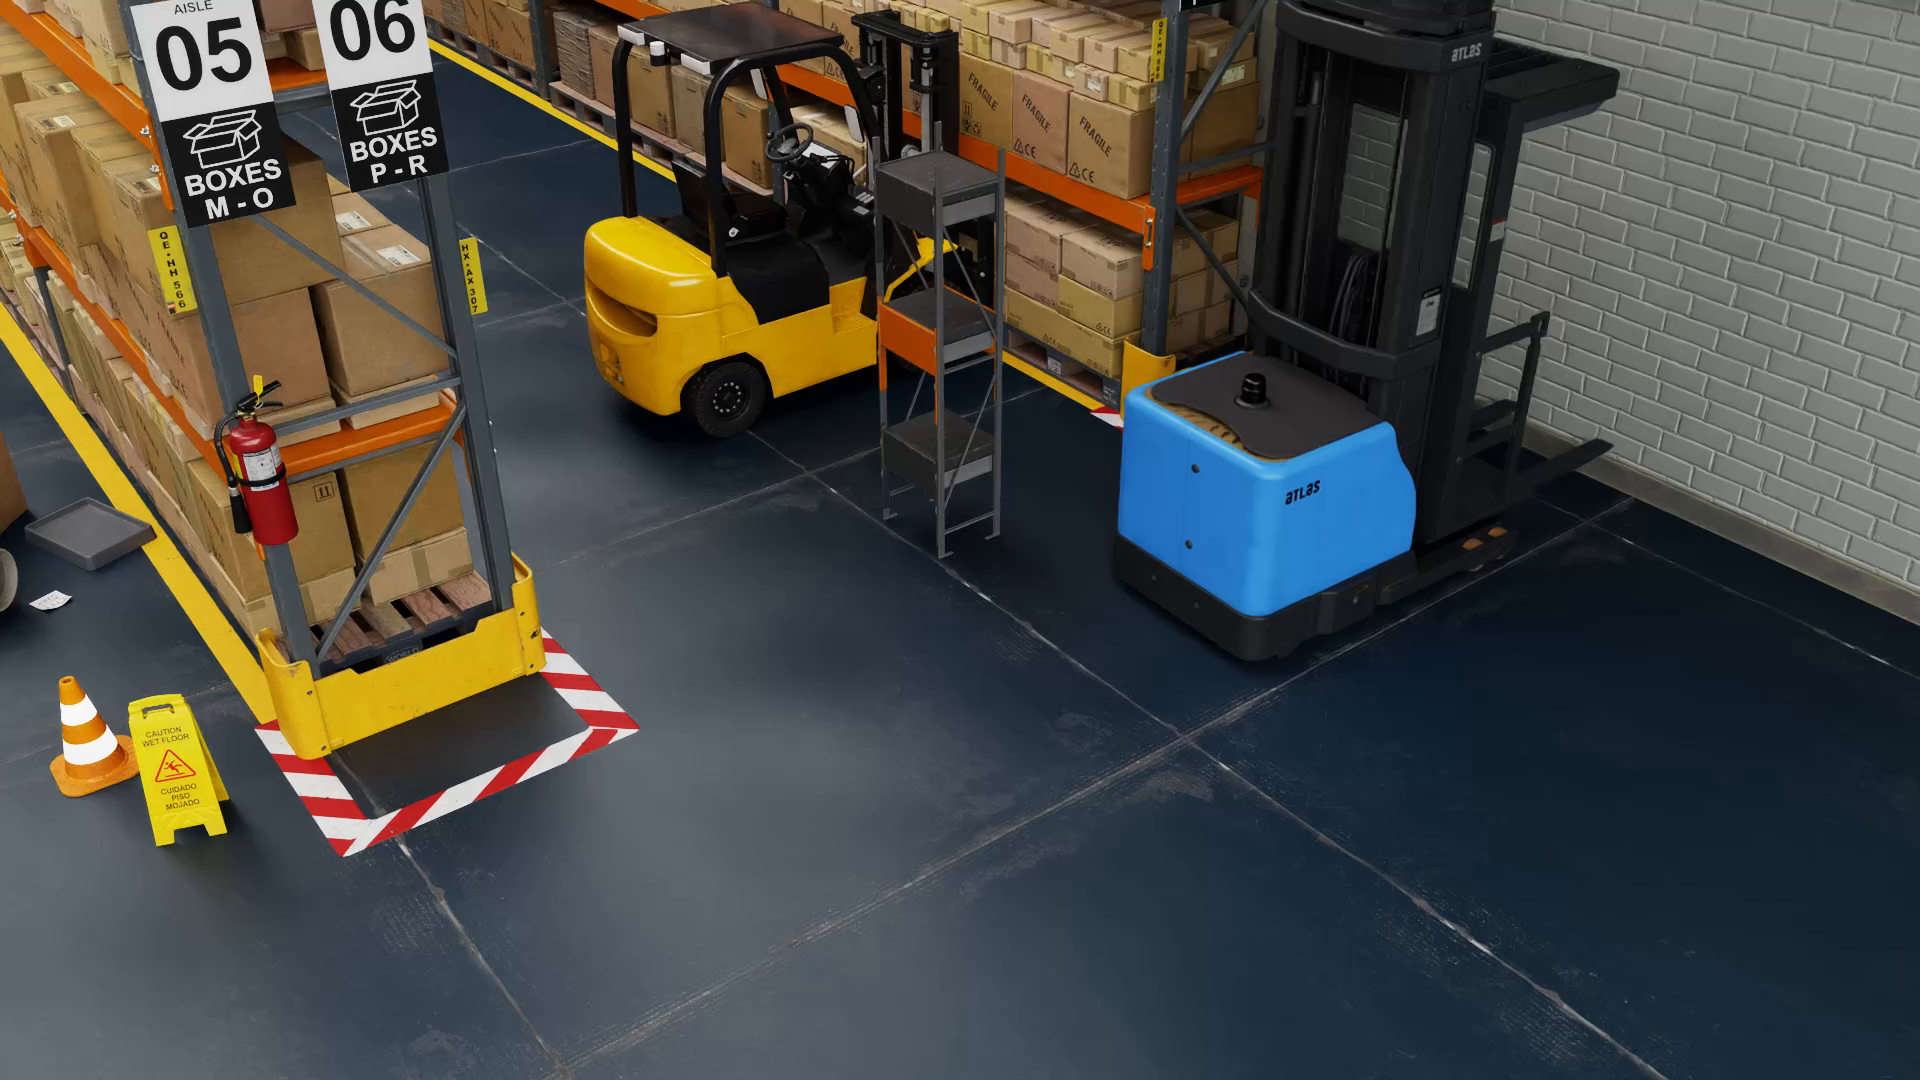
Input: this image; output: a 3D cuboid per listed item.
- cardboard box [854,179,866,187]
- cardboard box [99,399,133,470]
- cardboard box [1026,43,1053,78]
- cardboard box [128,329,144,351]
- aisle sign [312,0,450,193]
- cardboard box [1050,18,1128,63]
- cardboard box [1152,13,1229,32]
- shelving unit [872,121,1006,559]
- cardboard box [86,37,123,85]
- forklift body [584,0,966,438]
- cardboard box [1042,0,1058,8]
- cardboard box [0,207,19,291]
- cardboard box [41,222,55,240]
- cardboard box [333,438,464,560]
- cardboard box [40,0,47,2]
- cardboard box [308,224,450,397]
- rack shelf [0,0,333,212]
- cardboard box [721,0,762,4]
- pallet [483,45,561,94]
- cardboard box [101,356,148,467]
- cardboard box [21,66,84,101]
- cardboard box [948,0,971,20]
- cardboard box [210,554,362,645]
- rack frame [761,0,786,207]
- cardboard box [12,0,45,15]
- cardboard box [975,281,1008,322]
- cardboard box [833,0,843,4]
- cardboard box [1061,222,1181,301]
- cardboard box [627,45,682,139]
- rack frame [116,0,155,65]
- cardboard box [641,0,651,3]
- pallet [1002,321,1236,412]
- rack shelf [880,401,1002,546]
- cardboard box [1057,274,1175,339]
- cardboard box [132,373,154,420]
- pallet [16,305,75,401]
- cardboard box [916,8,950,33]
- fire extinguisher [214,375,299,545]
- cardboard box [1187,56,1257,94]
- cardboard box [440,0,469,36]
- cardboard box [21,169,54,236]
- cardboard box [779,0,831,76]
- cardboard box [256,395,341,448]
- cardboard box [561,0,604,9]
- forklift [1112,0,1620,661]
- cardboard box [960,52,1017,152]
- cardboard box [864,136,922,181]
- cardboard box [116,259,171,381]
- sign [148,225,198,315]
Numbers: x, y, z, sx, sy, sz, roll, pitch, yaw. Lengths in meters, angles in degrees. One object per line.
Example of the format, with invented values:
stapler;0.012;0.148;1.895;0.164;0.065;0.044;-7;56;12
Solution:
cardboard box;-0.609;-2.521;11.701;0.500;0.250;0.500;-22;38;-32
cardboard box;-4.406;-0.660;9.178;0.500;0.250;0.500;-20;37;-29
cardboard box;0.613;-2.846;9.780;0.380;0.149;0.250;-23;38;-32
cardboard box;-3.676;-1.025;7.796;0.380;0.149;0.250;-23;38;-32
aisle sign;-2.155;-1.714;6.202;0.394;0.787;0.004;-22;38;-31
cardboard box;0.737;-2.861;9.522;0.380;0.149;0.250;-21;38;-30
cardboard box;1.330;-2.927;9.628;0.380;0.149;0.250;-21;37;-30
shelving unit;-0.101;-0.961;8.307;0.431;2.100;0.503;-22;38;-31
cardboard box;-3.056;-1.854;6.287;0.380;0.149;0.250;-22;38;-31
forklift body;-1.123;-1.982;9.902;2.313;2.155;1.214;-22;38;-31
cardboard box;0.732;-3.372;10.345;0.380;0.149;0.250;-23;39;-32
cardboard box;-6.086;-2.070;11.332;0.950;0.372;0.625;-21;37;-30
cardboard box;-4.755;-1.772;8.998;0.380;0.149;0.250;-21;38;-30
cardboard box;-2.729;-0.299;7.886;0.500;0.500;0.500;-24;39;-33
cardboard box;-3.594;-2.423;6.825;0.500;0.250;0.500;-21;38;-30
cardboard box;-2.509;-0.991;7.126;0.500;0.500;0.500;-23;39;-32
rack shelf;-3.664;-2.337;7.509;1.077;0.370;4.000;-22;38;-31
cardboard box;-1.475;-4.080;12.144;0.500;0.250;0.500;-23;39;-32
pallet;-3.853;-4.615;15.981;1.003;0.211;1.213;-22;38;-31
cardboard box;-4.088;-0.762;8.631;0.500;0.500;0.500;-20;37;-29
cardboard box;-3.818;-1.916;7.668;0.700;0.500;0.500;-23;38;-32
cardboard box;0.149;-3.305;10.237;0.380;0.149;0.250;-22;38;-31
cardboard box;-3.161;0.195;7.801;0.500;0.250;0.500;-22;38;-32
rack frame;-0.972;-3.809;12.040;1.000;3.000;0.127;-22;38;-31
cardboard box;-3.855;-2.386;7.144;0.380;0.149;0.250;-23;38;-32
cardboard box;0.346;-1.668;10.801;0.500;0.250;0.500;-22;38;-31
cardboard box;-0.643;-3.702;11.159;0.380;0.149;0.250;-22;38;-31
cardboard box;0.952;-1.668;9.854;0.500;0.250;0.500;-21;37;-30
cardboard box;-2.233;-3.831;13.929;0.875;0.625;0.625;-24;39;-33
rack frame;-2.438;-3.083;5.185;1.000;3.000;0.127;-22;38;-31
cardboard box;-2.403;-4.508;13.308;0.500;0.250;0.500;-21;37;-30
pallet;0.979;-1.263;10.583;1.003;0.211;1.213;-22;38;-31
rack shelf;-0.101;-0.355;8.684;0.431;0.518;0.480;-22;38;-31
cardboard box;0.935;-1.467;10.003;0.500;0.250;0.500;-23;38;-32
cardboard box;-3.725;-0.736;7.975;0.380;0.149;0.250;-21;37;-29
pallet;-5.369;-1.341;10.710;1.003;0.211;1.213;-22;38;-31
cardboard box;-0.052;-3.259;10.444;0.380;0.149;0.250;-23;39;-32
fire extinguisher;-2.732;-0.305;6.472;0.296;0.674;0.183;-22;38;-31
cardboard box;1.478;-2.686;9.522;0.380;0.149;0.250;-23;39;-33
cardboard box;-4.809;-5.339;16.475;0.500;0.500;0.500;-24;39;-33
cardboard box;-4.515;-1.896;8.582;0.500;0.500;0.500;-22;38;-32
cardboard box;-0.906;-3.582;11.580;0.500;0.500;0.500;-23;39;-33
cardboard box;-2.836;-0.515;6.974;0.380;0.149;0.250;-21;37;-30
cardboard box;-3.462;-4.859;15.702;0.500;0.500;0.500;-21;37;-30
forklift;2.256;-1.291;8.051;3.031;2.935;1.130;-21;37;-30
cardboard box;0.346;-2.738;10.220;0.500;0.500;0.500;-23;39;-32
cardboard box;-0.304;-2.521;11.227;0.500;0.250;0.500;-21;37;-30
cardboard box;-3.292;-1.051;7.222;0.500;0.500;0.500;-22;38;-31
sign;-2.889;-0.990;6.104;0.100;0.325;0.005;-22;38;-31
